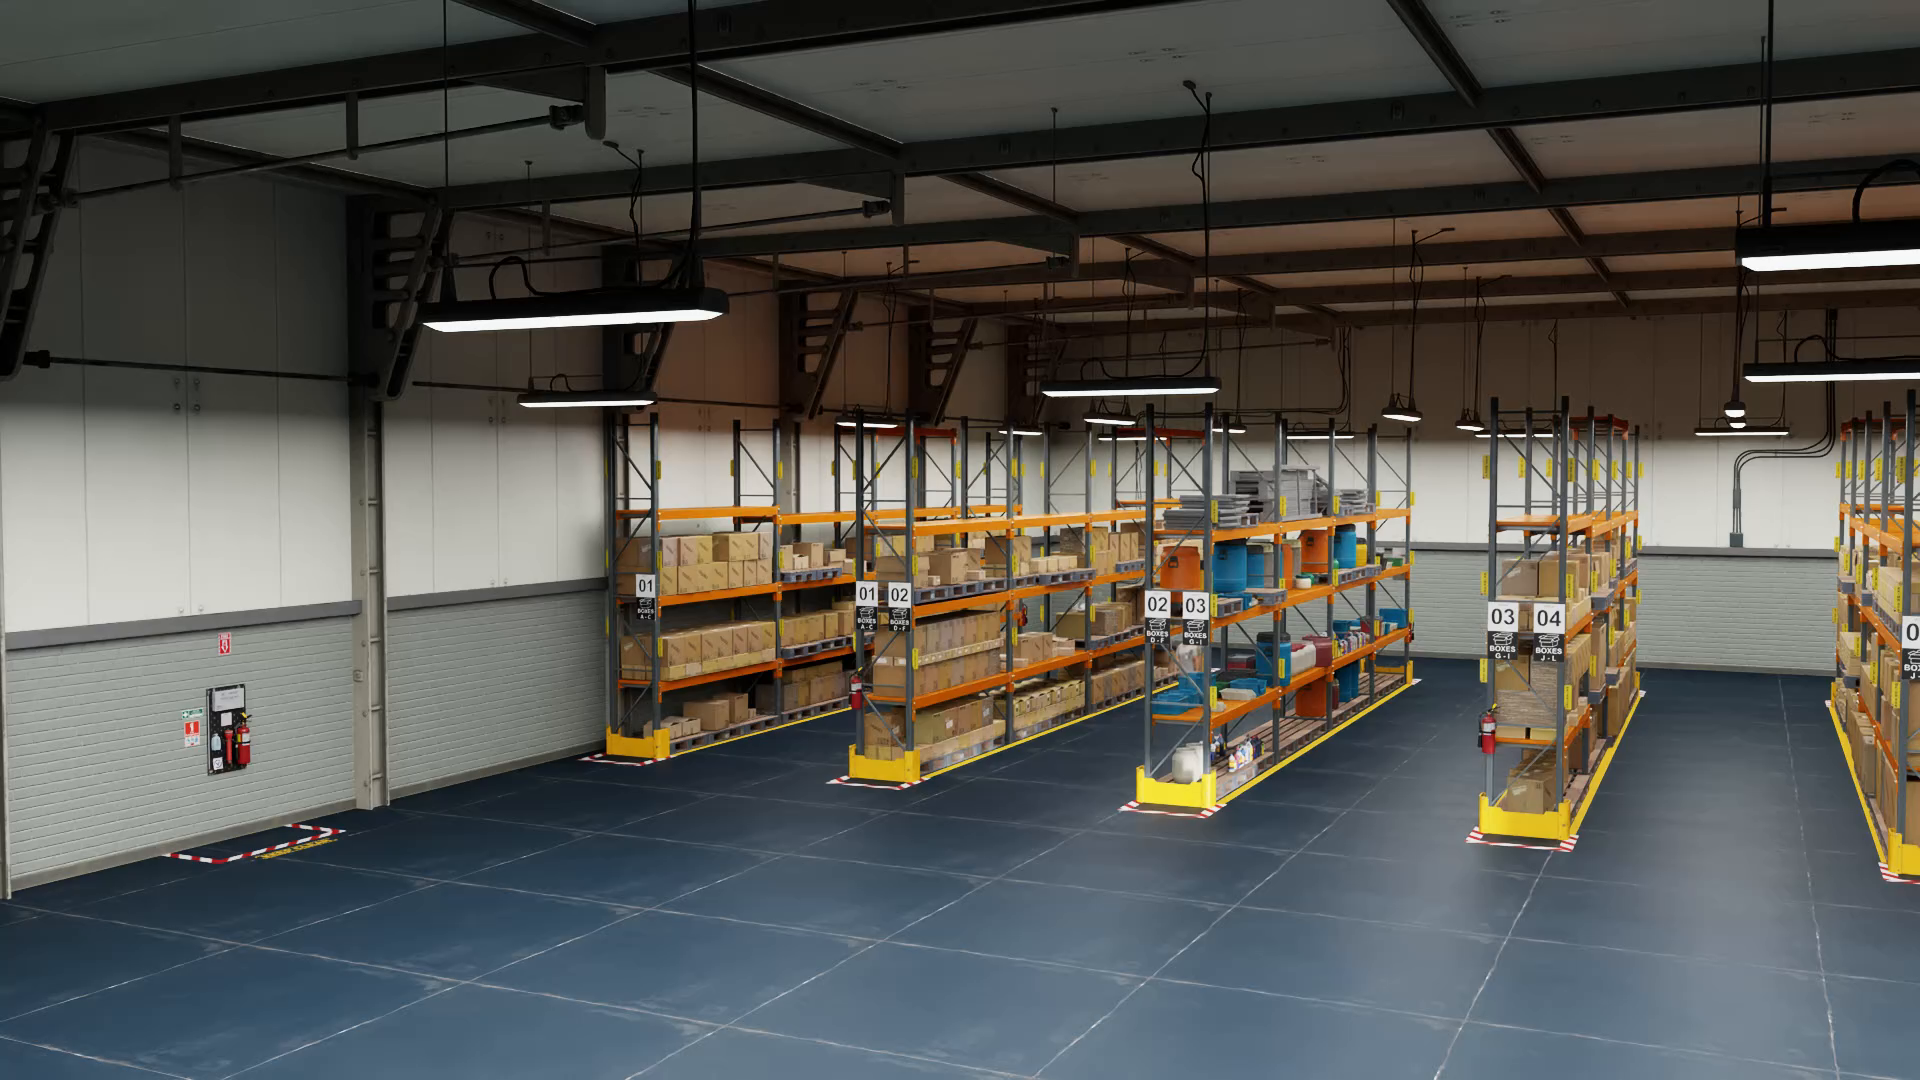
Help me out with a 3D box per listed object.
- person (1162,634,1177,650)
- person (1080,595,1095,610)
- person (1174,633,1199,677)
[{"bbox_3d":[5.391,2.324,43.701,0.545,1.623,1.029,2,3,35],"label":"person"},{"bbox_3d":[3.535,2.289,45.029,0.527,1.657,1.062,-2,3,-33],"label":"person"},{"bbox_3d":[4.639,2.716,34.388,0.466,1.642,0.864,2,3,41],"label":"person"}]
